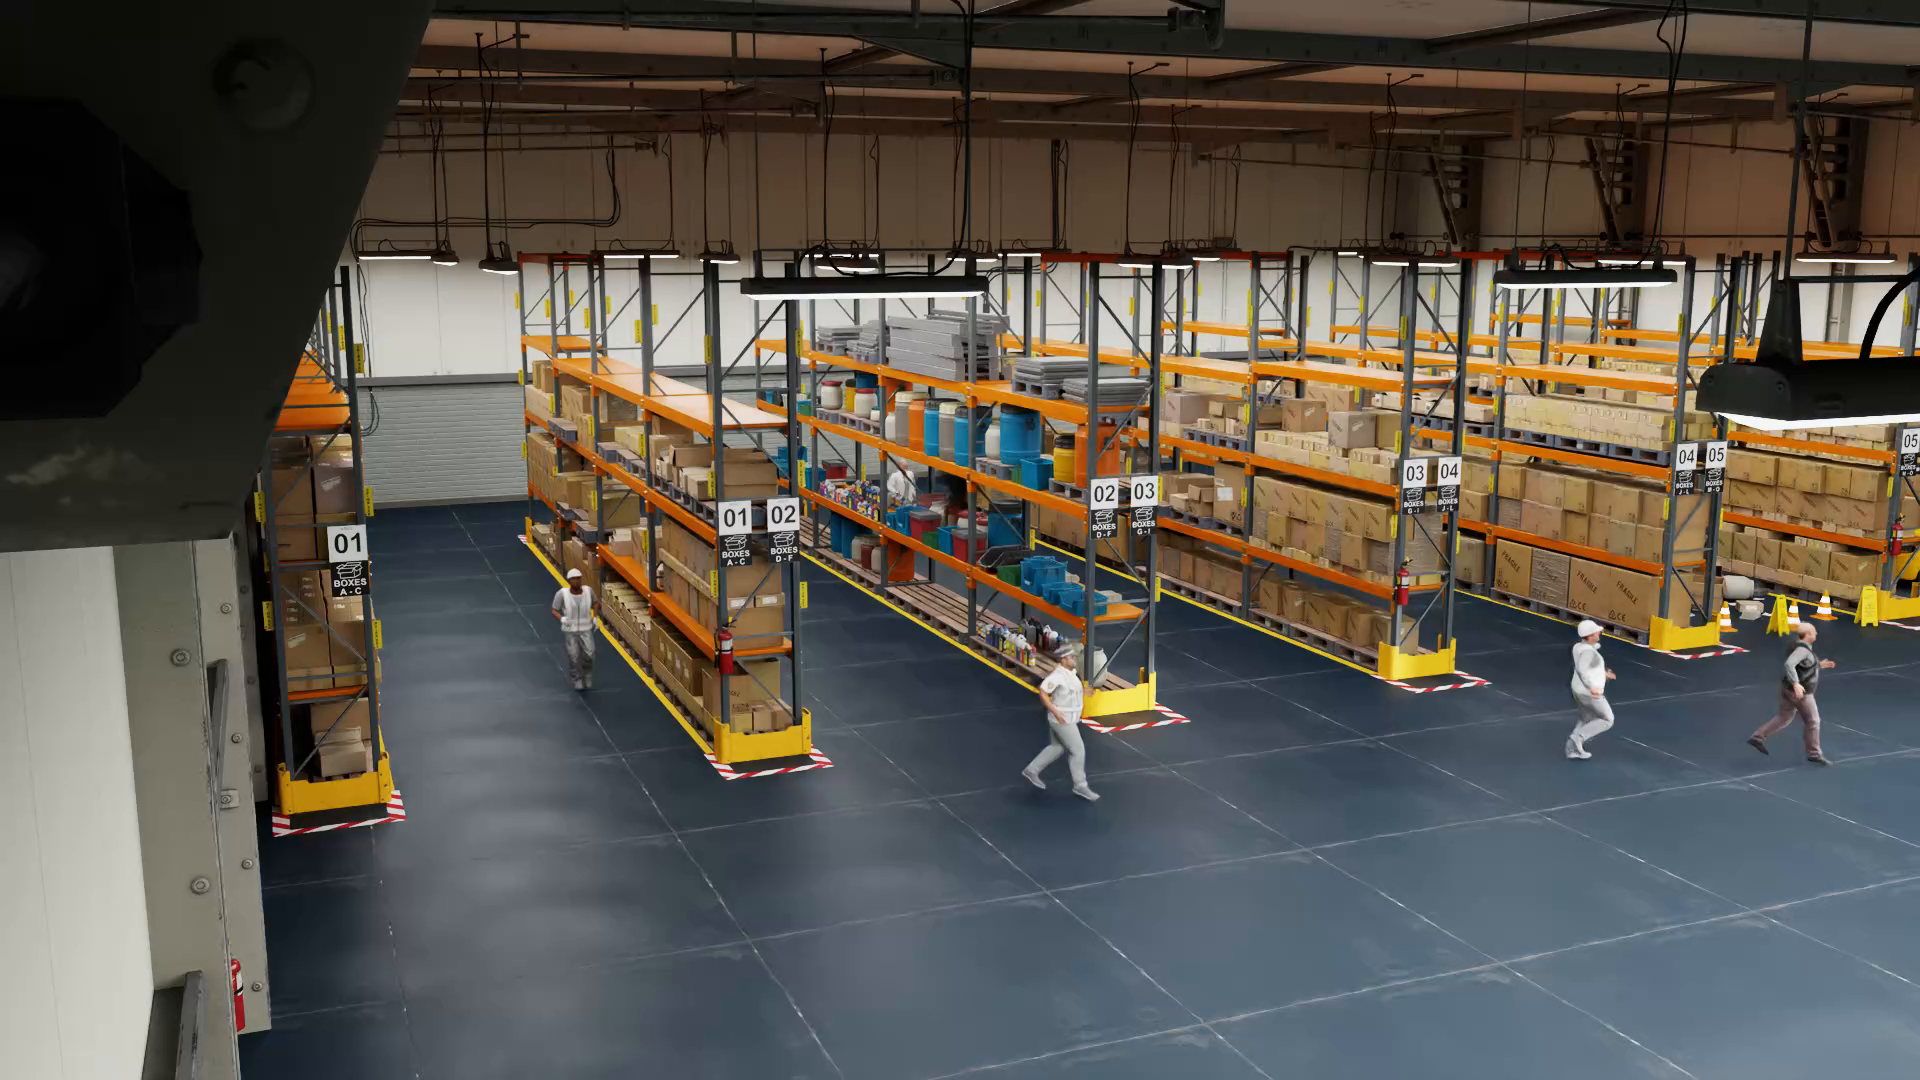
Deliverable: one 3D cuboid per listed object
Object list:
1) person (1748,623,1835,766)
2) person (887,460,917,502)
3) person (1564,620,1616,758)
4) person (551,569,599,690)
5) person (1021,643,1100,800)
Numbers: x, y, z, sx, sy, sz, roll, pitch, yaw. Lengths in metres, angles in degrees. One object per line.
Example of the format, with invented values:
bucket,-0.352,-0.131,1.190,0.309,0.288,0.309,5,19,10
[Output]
person,10.074,1.841,20.035,0.953,1.728,0.646,2,11,10
person,-1.221,-0.805,34.605,0.680,1.759,0.912,-6,12,-28
person,7.696,1.825,20.228,0.575,1.726,0.645,1,10,3
person,-5.335,1.264,23.200,0.679,1.742,0.601,-4,11,-20
person,1.158,2.045,18.946,0.912,1.816,0.641,1,10,8
